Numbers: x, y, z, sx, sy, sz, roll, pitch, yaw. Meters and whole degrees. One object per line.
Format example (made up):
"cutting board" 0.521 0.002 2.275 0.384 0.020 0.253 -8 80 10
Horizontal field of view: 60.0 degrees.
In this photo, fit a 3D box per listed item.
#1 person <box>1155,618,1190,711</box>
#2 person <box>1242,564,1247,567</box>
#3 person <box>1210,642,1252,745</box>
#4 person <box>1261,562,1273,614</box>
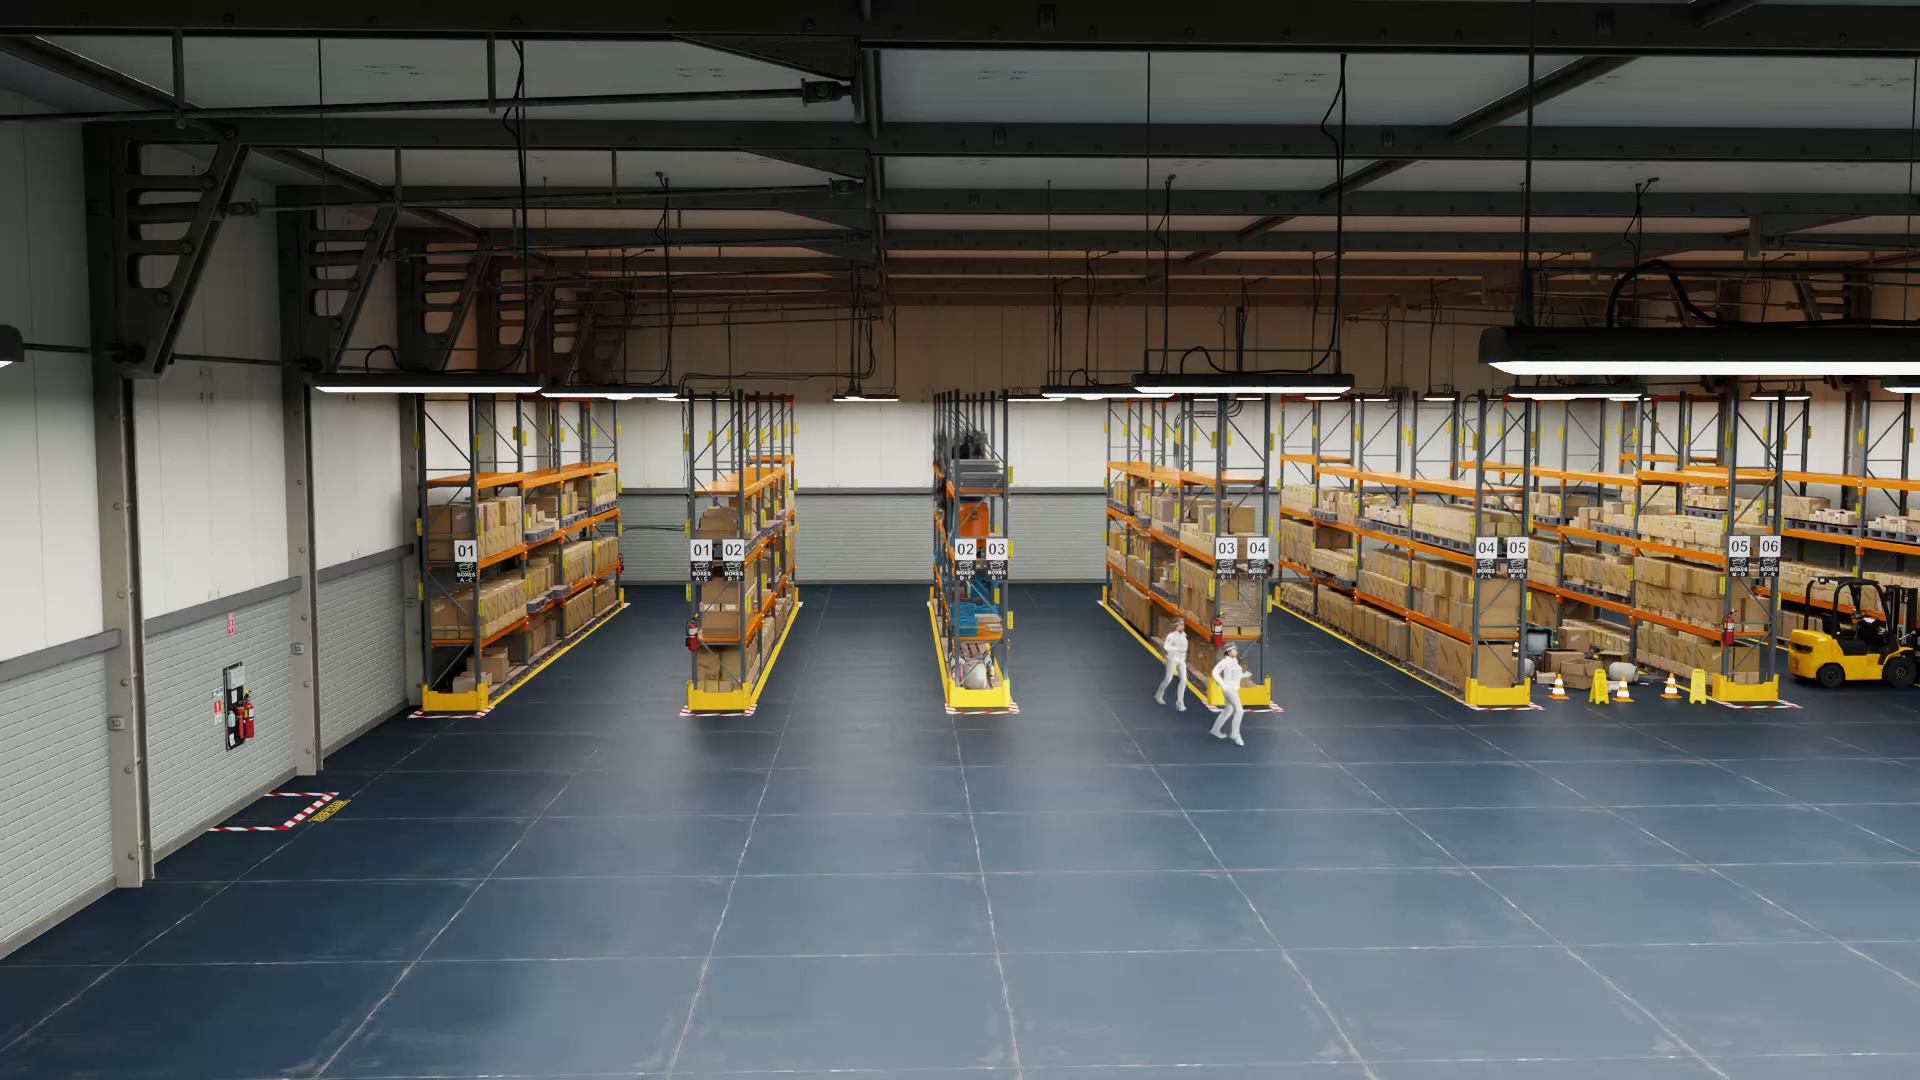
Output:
"person" 4.074 2.320 31.420 0.619 1.743 0.787 -3 5 -30
"person" 8.356 0.908 48.599 0.589 1.733 0.701 -1 5 -17
"person" 4.577 2.588 28.173 0.702 1.754 0.595 2 5 25
"person" 8.008 1.268 44.634 0.734 1.743 1.072 0 5 -5
